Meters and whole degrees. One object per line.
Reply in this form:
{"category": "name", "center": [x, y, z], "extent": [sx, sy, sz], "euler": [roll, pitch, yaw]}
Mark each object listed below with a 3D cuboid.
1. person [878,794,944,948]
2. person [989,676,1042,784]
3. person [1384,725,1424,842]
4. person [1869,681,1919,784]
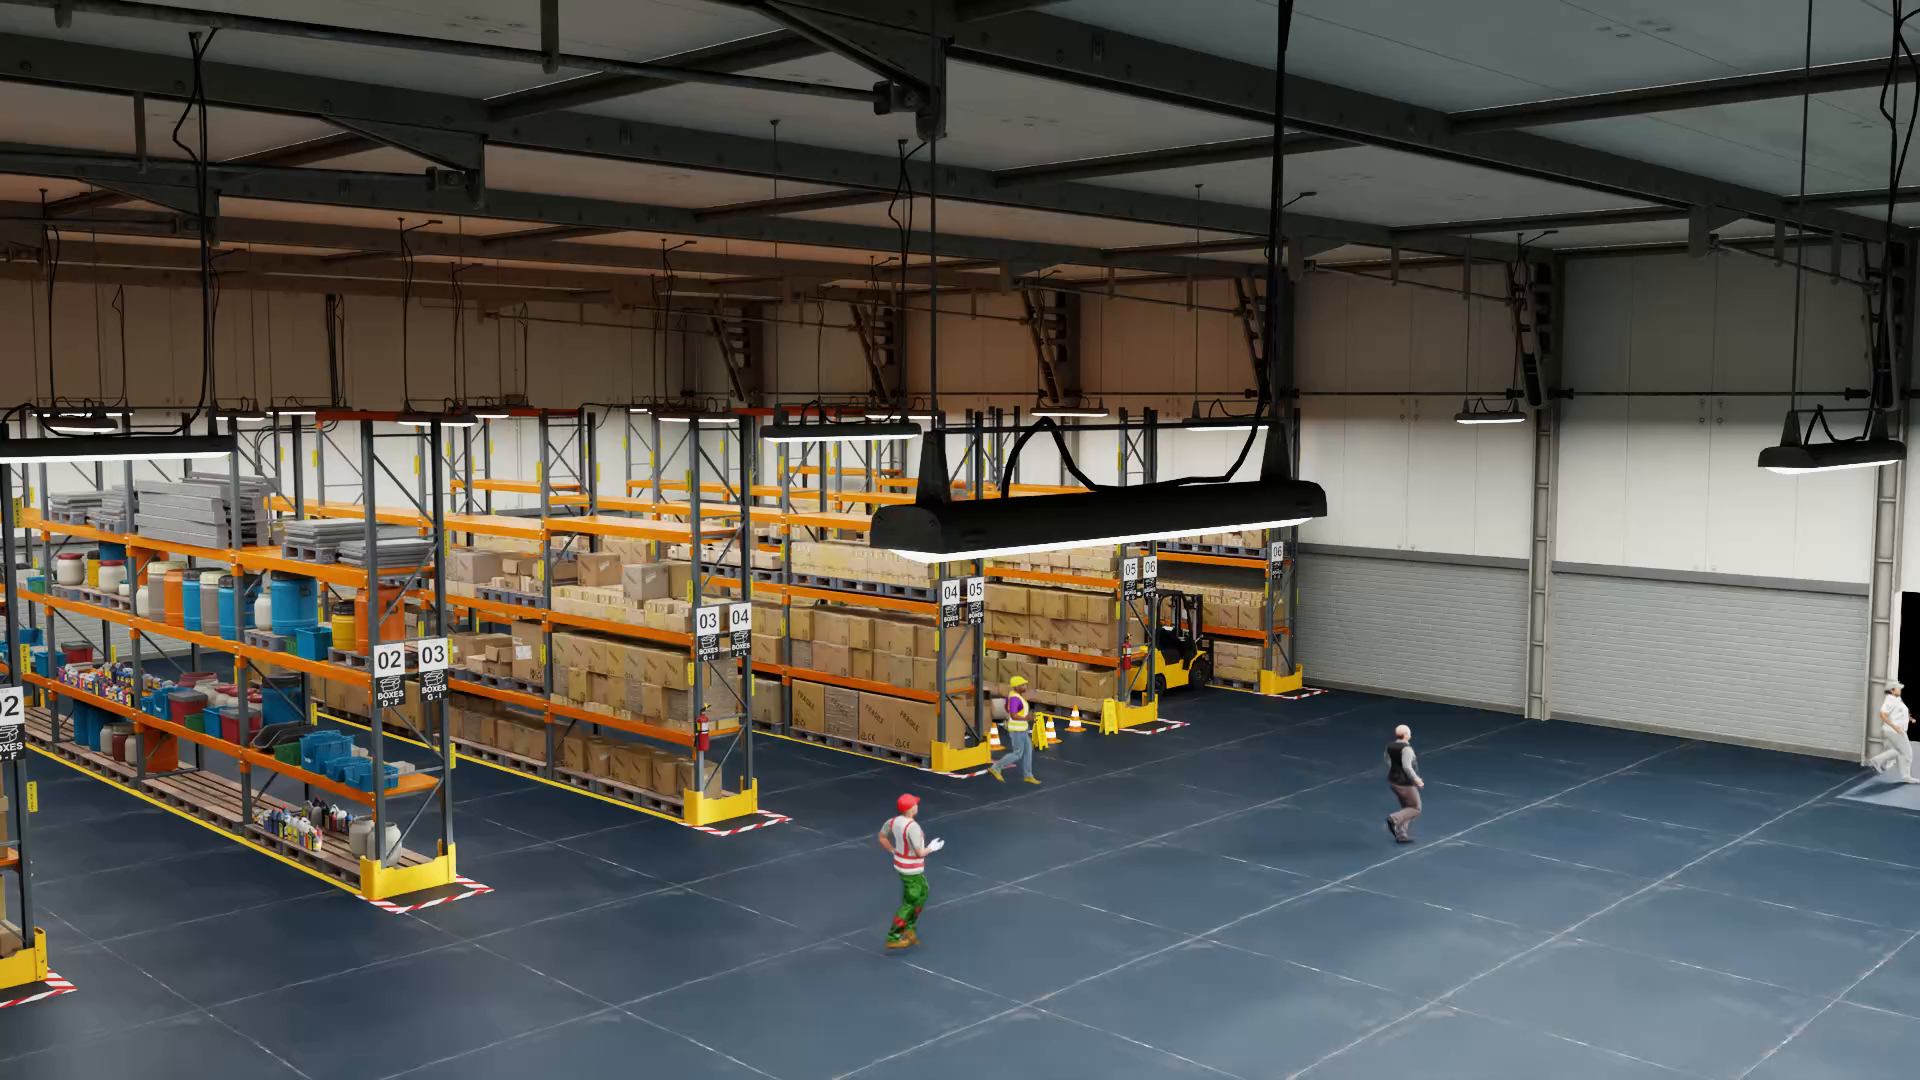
{"category": "person", "center": [-0.541, 3.769, 18.923], "extent": [0.681, 1.809, 0.635], "euler": [-2, 6, -25]}
{"category": "person", "center": [0.901, 3.076, 26.801], "extent": [0.852, 1.789, 0.718], "euler": [0, 5, 0]}
{"category": "person", "center": [6.209, 3.430, 23.392], "extent": [0.583, 1.679, 0.665], "euler": [-2, 5, -18]}
{"category": "person", "center": [15.273, 3.118, 27.125], "extent": [0.745, 1.630, 0.622], "euler": [3, 6, 31]}
